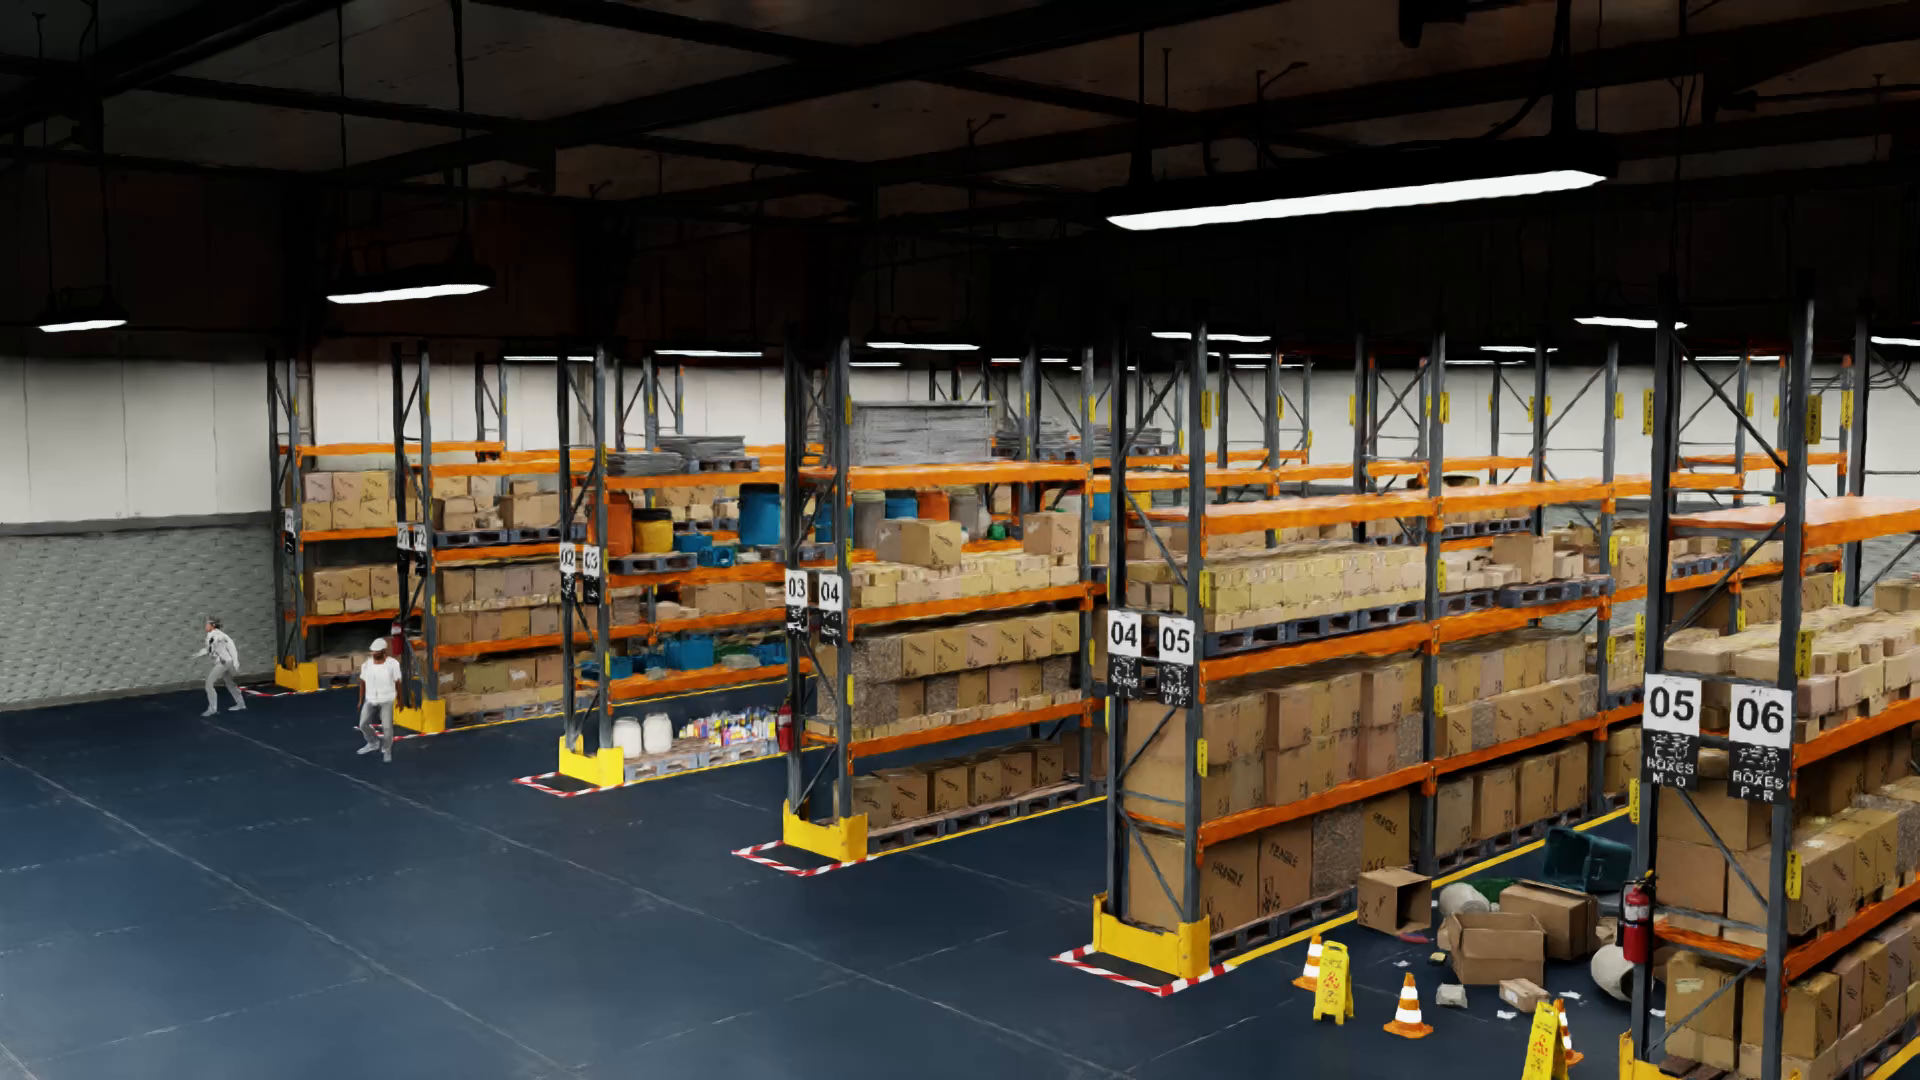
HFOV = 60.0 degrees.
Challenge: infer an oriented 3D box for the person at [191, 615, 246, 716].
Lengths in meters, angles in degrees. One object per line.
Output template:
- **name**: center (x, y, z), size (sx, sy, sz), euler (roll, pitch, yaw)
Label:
- **person**: center (-12.072, 2.012, 27.109), size (0.808, 1.621, 0.636), euler (-4, 6, -38)

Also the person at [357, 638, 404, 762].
- **person**: center (-8.264, 2.246, 23.572), size (0.733, 1.757, 0.529), euler (0, 5, 5)
